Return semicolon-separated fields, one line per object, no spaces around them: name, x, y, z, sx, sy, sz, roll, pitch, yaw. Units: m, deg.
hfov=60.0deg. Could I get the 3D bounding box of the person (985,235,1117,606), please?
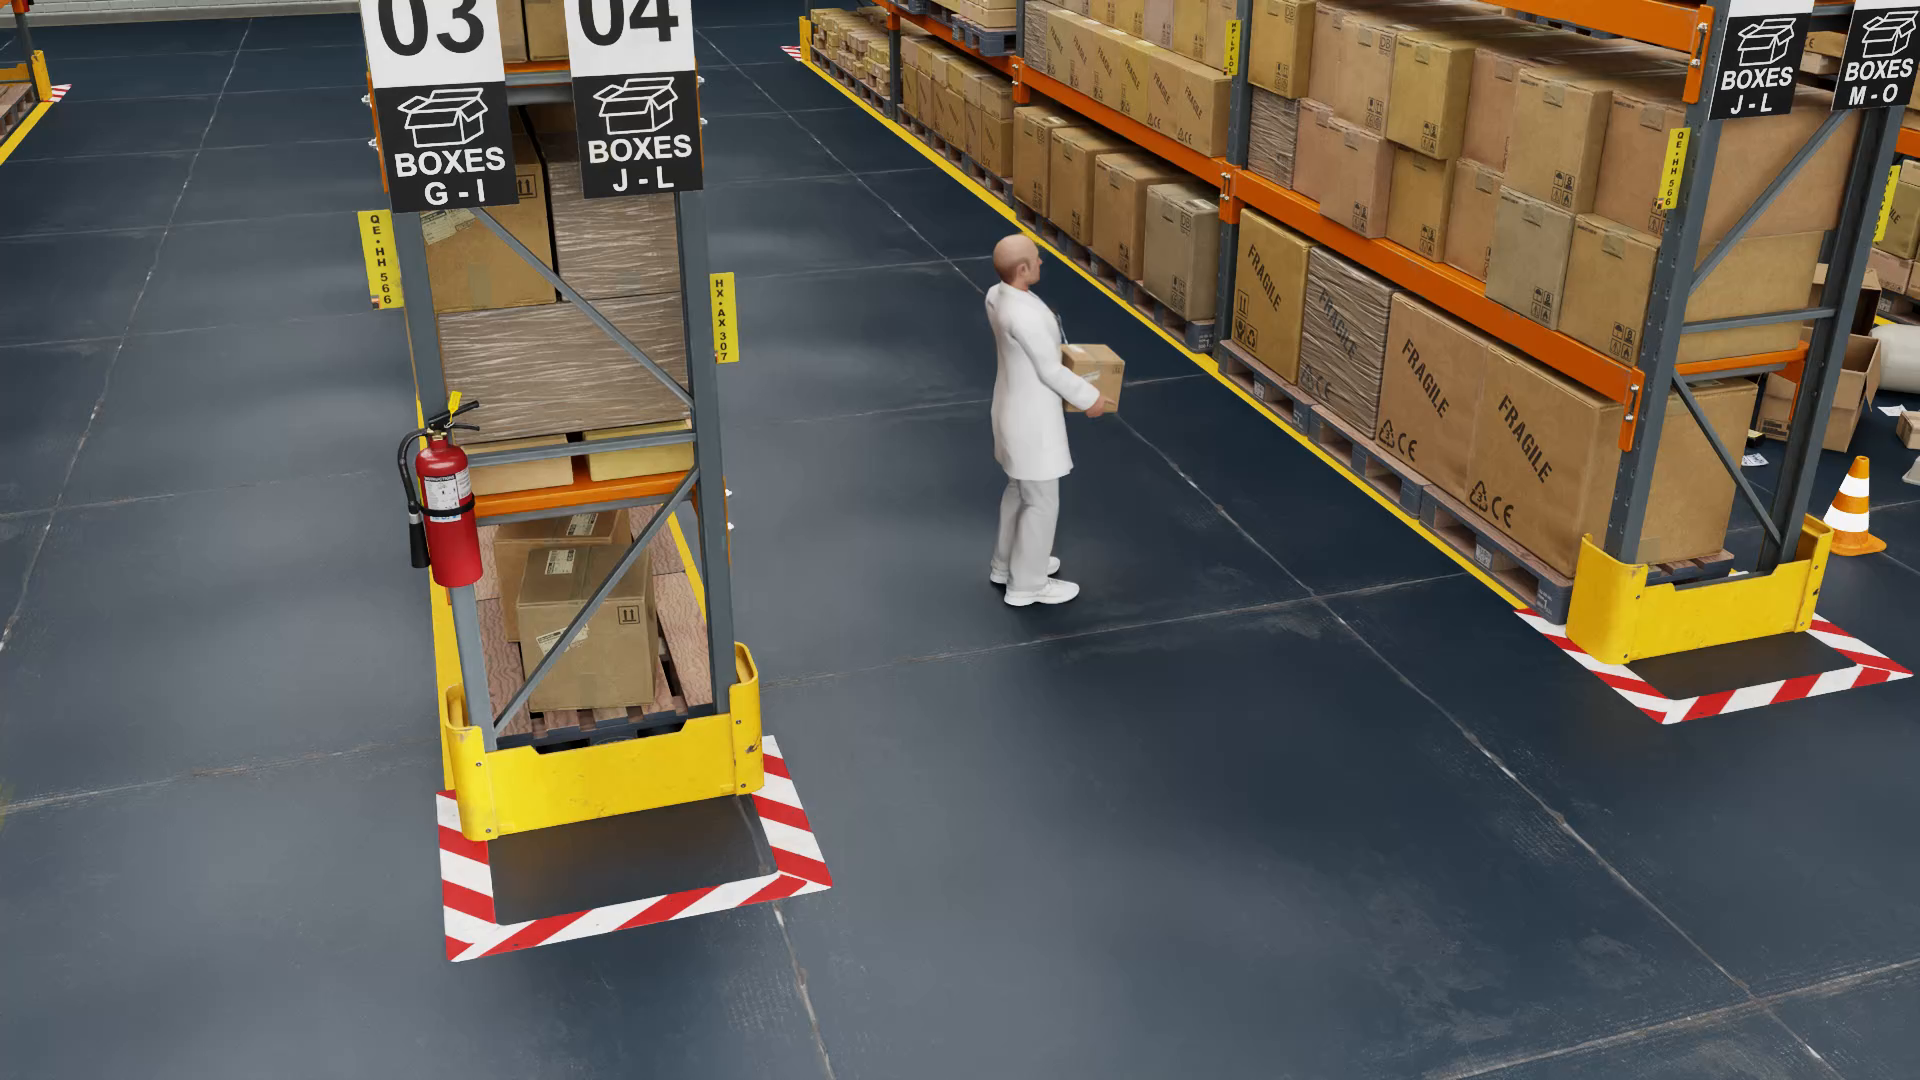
person;0.418;-0.575;7.817;0.562;1.771;0.530;-7;27;-15
